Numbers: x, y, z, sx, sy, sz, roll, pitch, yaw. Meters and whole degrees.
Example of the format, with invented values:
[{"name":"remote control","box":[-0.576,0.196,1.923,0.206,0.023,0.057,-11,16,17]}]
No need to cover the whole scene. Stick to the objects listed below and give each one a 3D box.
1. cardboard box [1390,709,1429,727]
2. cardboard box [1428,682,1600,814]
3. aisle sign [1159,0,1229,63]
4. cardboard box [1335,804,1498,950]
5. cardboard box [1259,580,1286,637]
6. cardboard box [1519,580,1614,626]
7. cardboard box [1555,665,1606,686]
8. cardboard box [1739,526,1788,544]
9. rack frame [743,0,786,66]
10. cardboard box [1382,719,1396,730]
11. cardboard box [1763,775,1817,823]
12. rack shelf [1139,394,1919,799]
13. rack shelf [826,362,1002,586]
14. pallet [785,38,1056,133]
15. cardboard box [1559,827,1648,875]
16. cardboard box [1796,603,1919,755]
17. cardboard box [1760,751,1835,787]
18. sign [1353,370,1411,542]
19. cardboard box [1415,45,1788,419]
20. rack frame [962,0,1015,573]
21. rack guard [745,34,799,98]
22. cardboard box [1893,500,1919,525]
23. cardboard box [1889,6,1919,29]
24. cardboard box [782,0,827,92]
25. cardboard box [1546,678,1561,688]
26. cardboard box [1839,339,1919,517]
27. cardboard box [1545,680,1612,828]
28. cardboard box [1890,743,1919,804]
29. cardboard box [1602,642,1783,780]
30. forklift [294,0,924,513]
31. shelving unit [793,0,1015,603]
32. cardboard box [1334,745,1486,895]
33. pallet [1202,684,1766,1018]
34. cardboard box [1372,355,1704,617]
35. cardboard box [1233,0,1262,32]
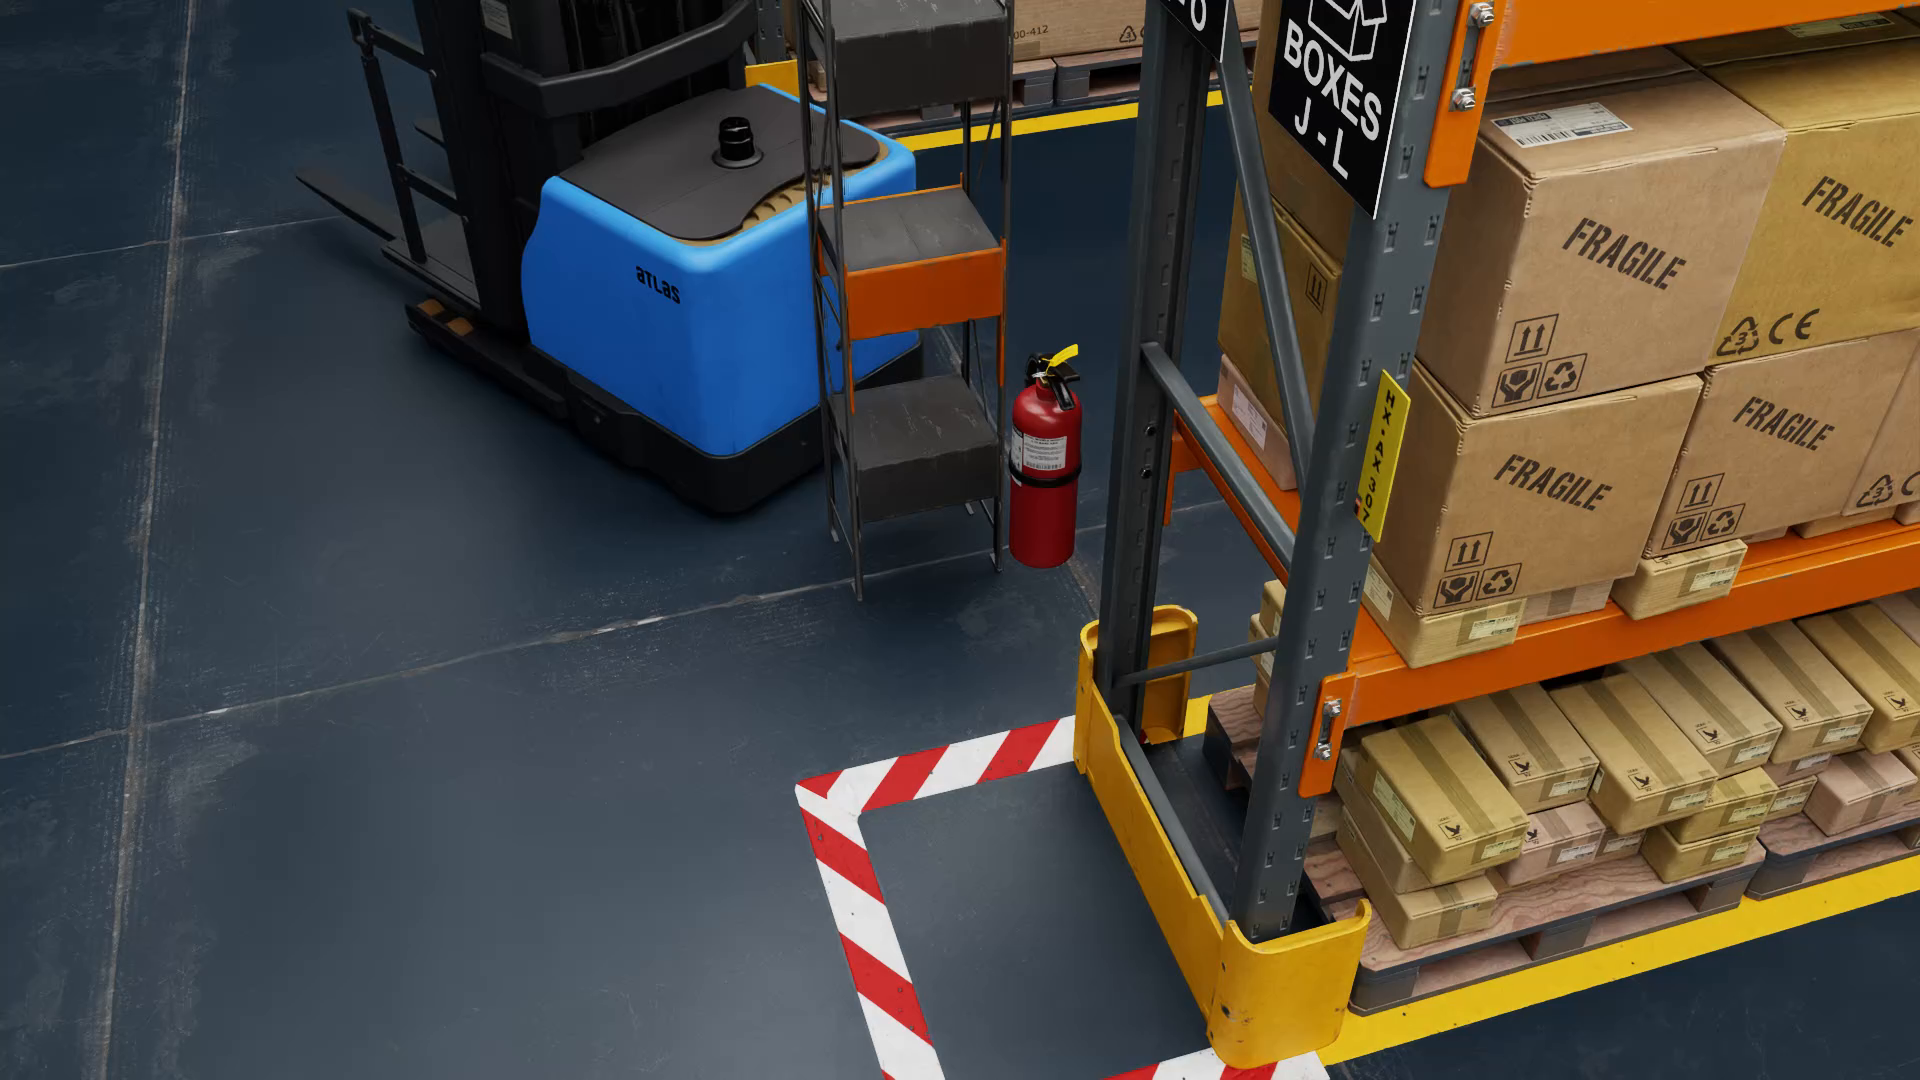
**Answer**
[{"name":"cardboard box","box":[1.273,0.340,4.702,0.250,0.149,0.380,-13,43,-14]},{"name":"cardboard box","box":[1.418,0.509,4.283,0.250,0.149,0.380,-11,42,-12]},{"name":"aisle sign","box":[0.430,-1.315,2.999,0.004,0.787,0.394,-12,42,-13]},{"name":"cardboard box","box":[1.186,0.851,4.344,0.250,0.149,0.380,-11,42,-12]},{"name":"cardboard box","box":[1.018,0.266,4.562,0.250,0.149,0.380,-11,42,-13]},{"name":"cardboard box","box":[1.227,-0.002,3.664,0.250,0.149,0.380,-10,42,-12]},{"name":"cardboard box","box":[1.790,0.266,4.788,0.250,0.149,0.380,-12,43,-14]},{"name":"cardboard box","box":[1.706,-0.159,3.843,0.250,0.149,0.380,-10,42,-11]},{"name":"rack frame","box":[-0.994,-3.249,7.188,0.127,3.000,1.000,-12,42,-13]},{"name":"cardboard box","box":[1.244,0.404,4.855,0.250,0.149,0.380,-10,42,-12]},{"name":"cardboard box","box":[2.137,0.602,4.628,0.250,0.149,0.380,-12,42,-13]},{"name":"rack shelf","box":[2.497,-0.286,4.345,4.000,0.370,1.077,-12,42,-13]},{"name":"rack shelf","box":[-0.158,-0.221,5.491,0.480,0.518,0.431,-12,42,-13]},{"name":"pallet","box":[-0.254,-2.406,8.343,1.213,0.211,1.003,-12,42,-13]},{"name":"cardboard box","box":[1.645,0.694,4.523,0.250,0.149,0.380,-11,42,-13]},{"name":"cardboard box","box":[2.441,0.366,4.446,0.250,0.149,0.380,-11,42,-12]},{"name":"cardboard box","box":[2.153,0.482,4.540,0.250,0.149,0.380,-14,43,-15]},{"name":"sign","box":[0.753,-0.148,2.981,0.005,0.325,0.100,-12,42,-13]},{"name":"cardboard box","box":[1.098,-0.610,3.107,0.500,0.500,0.500,-12,43,-13]},{"name":"rack frame","box":[0.075,-0.806,5.077,0.015,2.100,0.400,-12,42,-13]},{"name":"rack guard","box":[-1.017,-2.302,8.005,0.348,0.500,1.175,-12,42,-13]},{"name":"cardboard box","box":[2.216,-0.228,3.922,0.250,0.149,0.380,-12,43,-14]},{"name":"cardboard box","box":[2.080,-0.803,3.327,0.500,0.500,0.500,-13,43,-14]},{"name":"cardboard box","box":[-0.394,-2.635,8.114,0.875,0.438,0.875,-13,43,-15]},{"name":"cardboard box","box":[1.753,0.349,4.918,0.250,0.149,0.380,-11,42,-13]},{"name":"cardboard box","box":[2.075,-0.438,3.669,0.500,0.500,0.500,-11,42,-12]},{"name":"cardboard box","box":[1.652,0.576,4.432,0.250,0.149,0.380,-11,42,-13]},{"name":"cardboard box","box":[2.657,0.537,4.704,0.250,0.149,0.380,-12,42,-13]},{"name":"cardboard box","box":[1.909,0.439,4.364,0.250,0.149,0.380,-14,43,-15]},{"name":"forklift","box":[-1.565,-2.039,5.857,3.031,2.935,1.130,31,50,30]},{"name":"shelving unit","box":[-0.158,-0.758,5.022,0.503,2.100,0.431,-12,42,-13]},{"name":"cardboard box","box":[1.167,0.699,4.292,0.250,0.149,0.380,-10,42,-11]},{"name":"pallet","box":[1.448,0.735,4.749,1.213,0.211,1.003,-12,42,-13]},{"name":"cardboard box","box":[1.101,-0.227,3.428,0.500,0.500,0.500,-10,42,-11]},{"name":"cardboard box","box":[1.337,-2.998,8.530,0.875,0.438,0.875,-13,43,-14]}]
